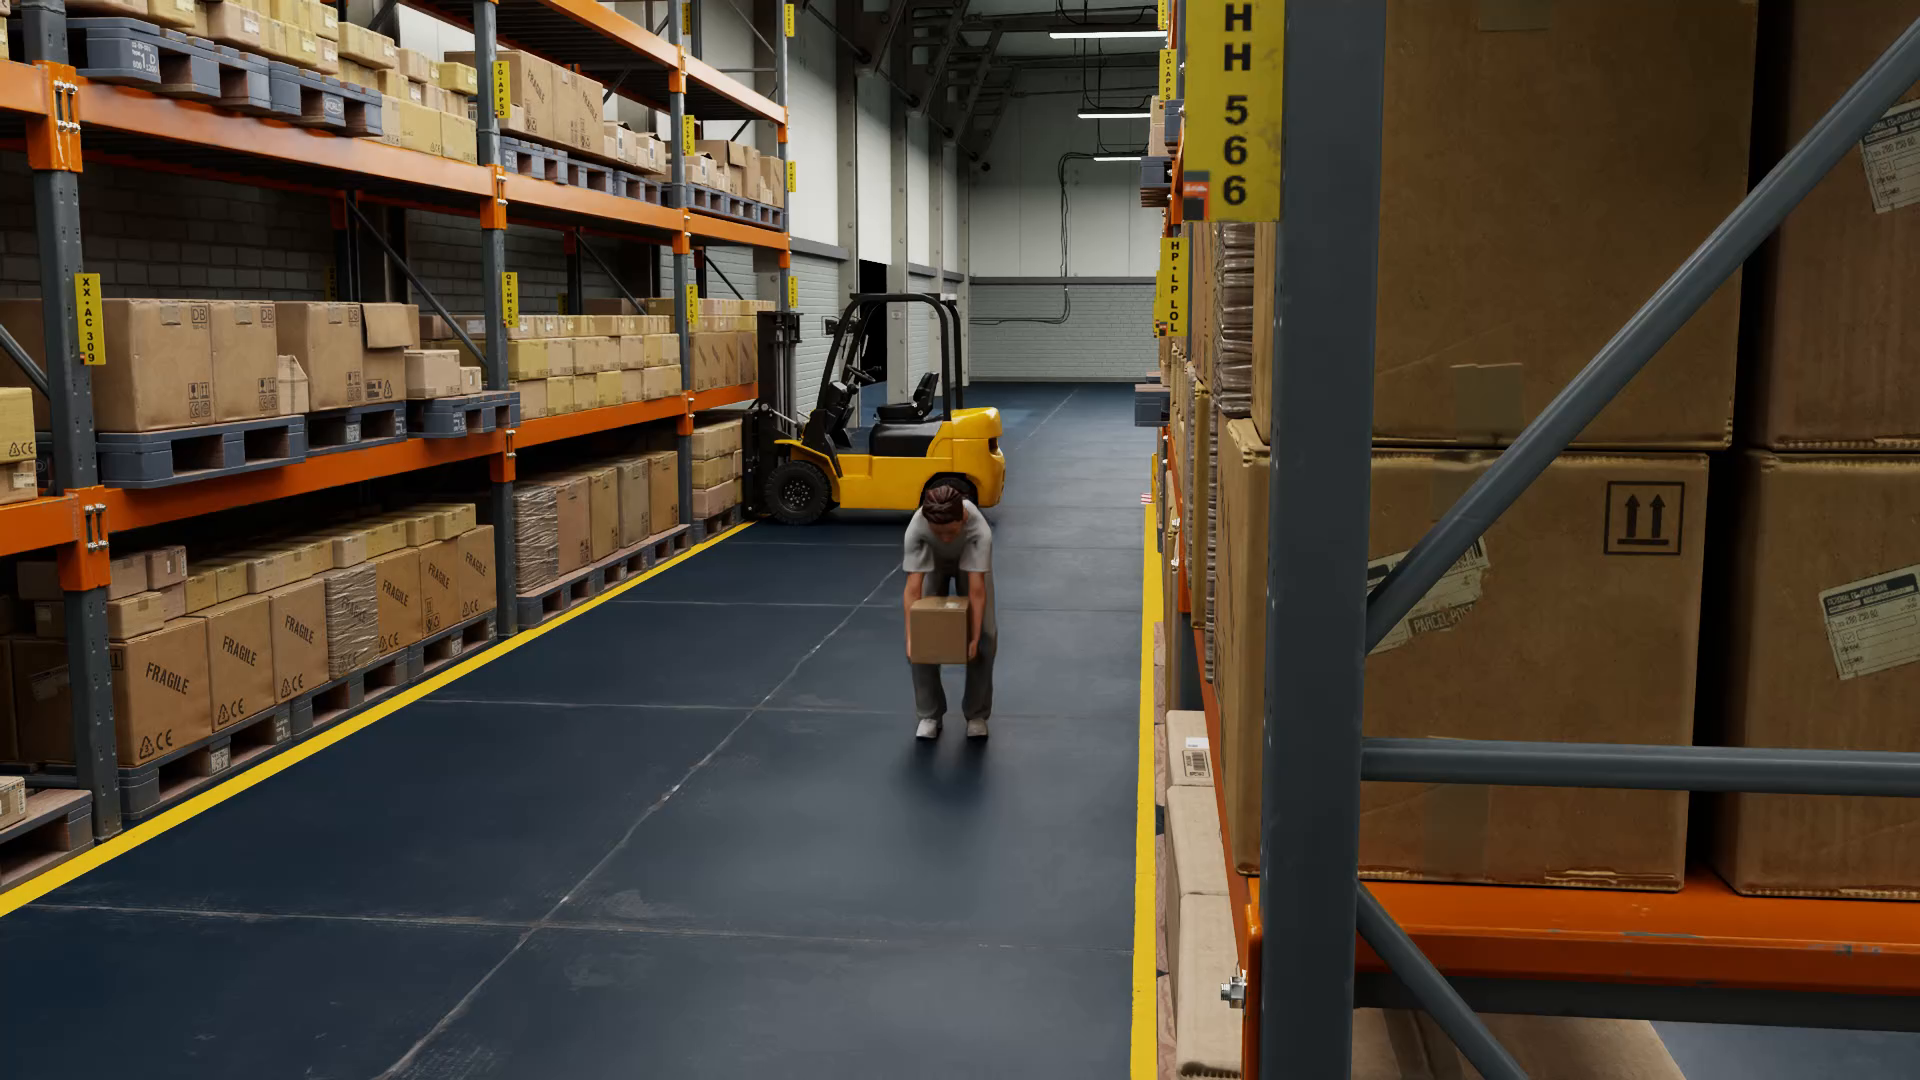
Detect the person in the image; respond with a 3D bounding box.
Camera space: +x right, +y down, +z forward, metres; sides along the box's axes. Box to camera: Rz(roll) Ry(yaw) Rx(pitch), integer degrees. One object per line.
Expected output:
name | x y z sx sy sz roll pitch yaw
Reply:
person | -0.049 0.329 7.590 0.428 1.217 0.836 1 8 4
